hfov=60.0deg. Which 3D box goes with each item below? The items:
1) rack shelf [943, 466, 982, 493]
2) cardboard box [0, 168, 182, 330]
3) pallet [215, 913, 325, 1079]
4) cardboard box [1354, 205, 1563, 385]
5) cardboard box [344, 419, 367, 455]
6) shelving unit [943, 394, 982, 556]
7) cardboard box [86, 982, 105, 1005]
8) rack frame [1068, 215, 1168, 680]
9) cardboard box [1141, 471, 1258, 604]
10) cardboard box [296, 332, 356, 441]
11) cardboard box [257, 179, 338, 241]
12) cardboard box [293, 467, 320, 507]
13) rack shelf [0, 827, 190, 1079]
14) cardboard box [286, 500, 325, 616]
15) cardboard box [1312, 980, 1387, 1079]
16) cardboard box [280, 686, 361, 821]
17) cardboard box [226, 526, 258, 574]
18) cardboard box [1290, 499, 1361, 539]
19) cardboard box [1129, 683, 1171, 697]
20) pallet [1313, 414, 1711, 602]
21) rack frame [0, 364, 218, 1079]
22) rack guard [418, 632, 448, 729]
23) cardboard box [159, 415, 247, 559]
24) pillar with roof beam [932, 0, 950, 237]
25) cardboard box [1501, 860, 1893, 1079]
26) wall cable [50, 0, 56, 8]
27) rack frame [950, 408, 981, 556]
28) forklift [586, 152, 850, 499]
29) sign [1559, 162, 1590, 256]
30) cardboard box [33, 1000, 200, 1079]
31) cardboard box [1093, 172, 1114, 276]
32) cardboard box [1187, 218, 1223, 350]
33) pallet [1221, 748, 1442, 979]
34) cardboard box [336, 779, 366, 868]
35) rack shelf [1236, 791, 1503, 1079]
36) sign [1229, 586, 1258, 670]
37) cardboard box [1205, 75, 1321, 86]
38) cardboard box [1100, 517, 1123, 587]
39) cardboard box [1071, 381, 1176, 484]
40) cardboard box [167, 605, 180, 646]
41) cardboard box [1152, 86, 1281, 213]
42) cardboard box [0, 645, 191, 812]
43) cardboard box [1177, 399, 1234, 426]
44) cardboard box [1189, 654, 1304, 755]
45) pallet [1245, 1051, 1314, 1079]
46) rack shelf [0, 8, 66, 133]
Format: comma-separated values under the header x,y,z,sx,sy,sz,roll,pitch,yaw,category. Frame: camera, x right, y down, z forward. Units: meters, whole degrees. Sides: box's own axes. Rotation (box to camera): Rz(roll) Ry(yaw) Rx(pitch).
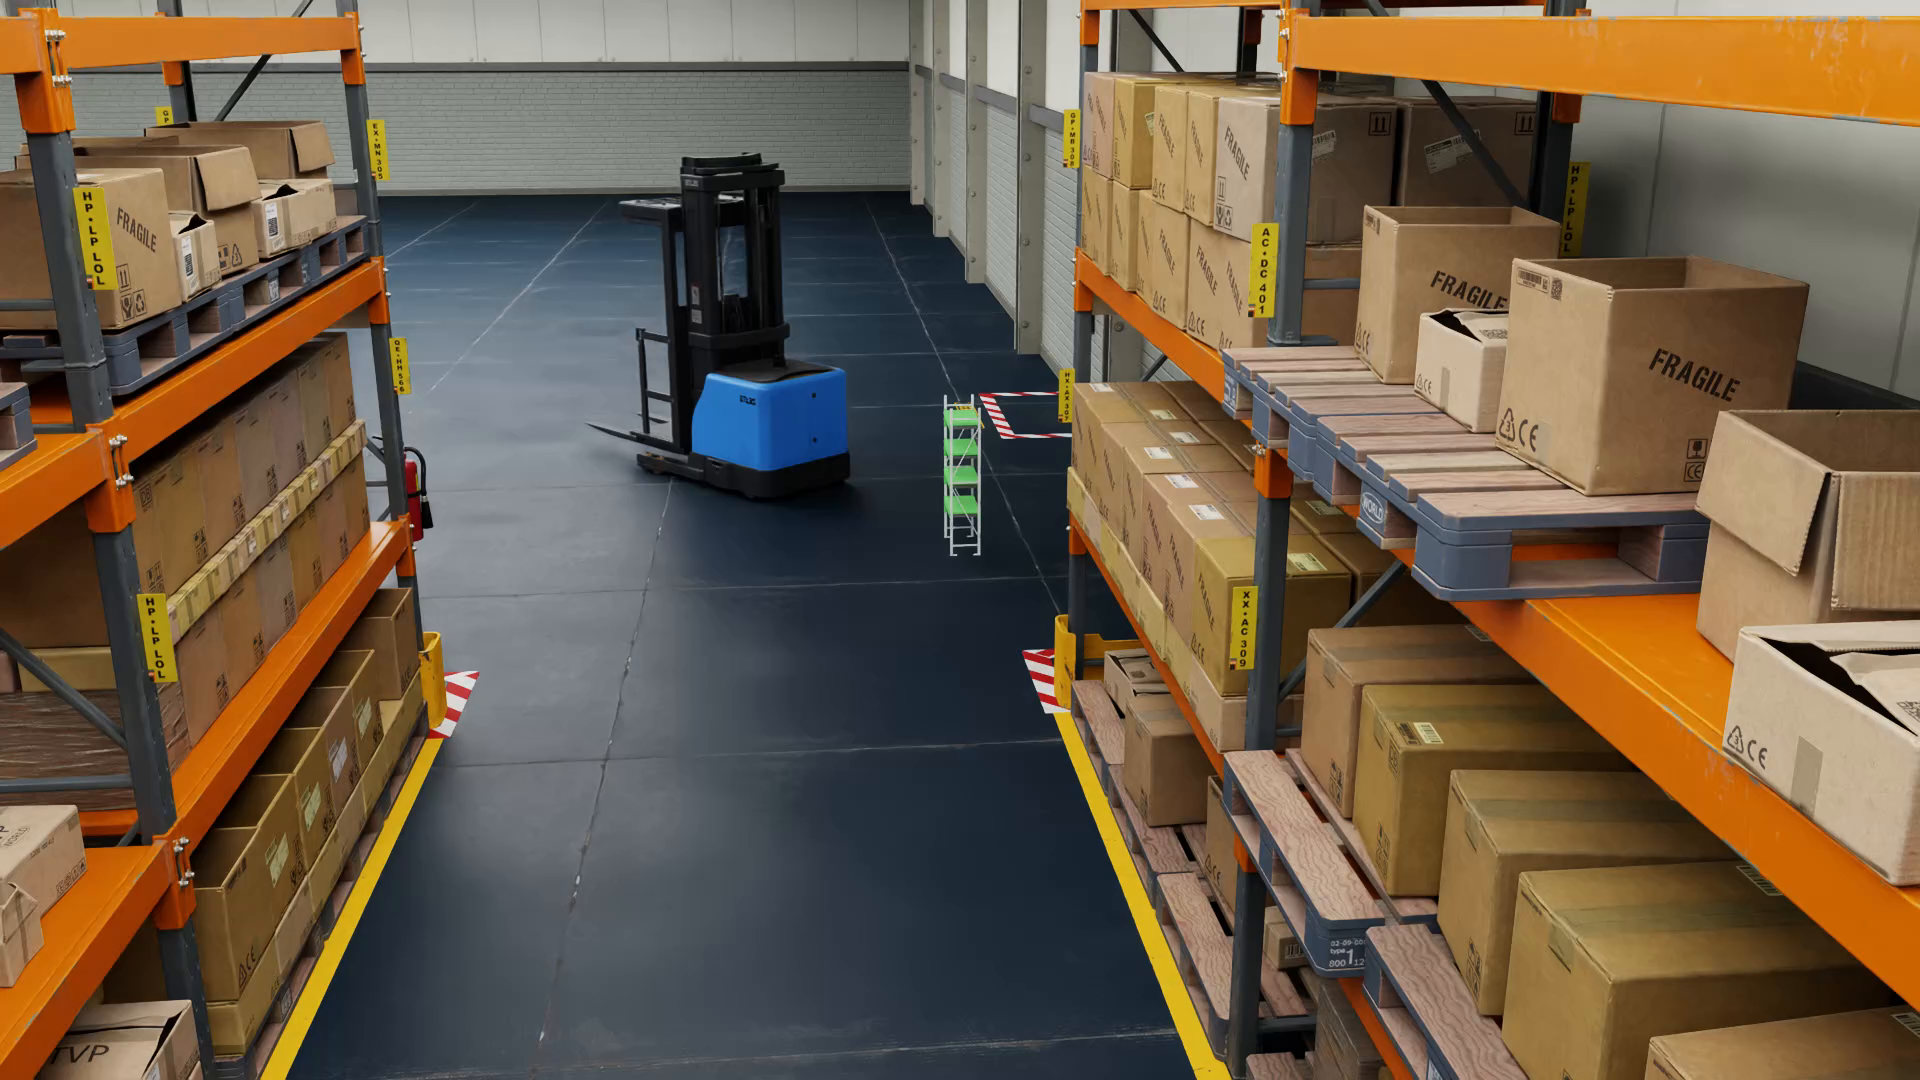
x,y,z,sx,sy,sz,roll,pitch,yaw,category
0.017,-0.462,13.359,0.258,0.148,0.480,-2,18,-6,rack shelf
-3.121,-1.028,5.833,0.500,0.500,0.500,0,17,-1,cardboard box
-3.371,1.969,7.054,1.003,0.211,1.213,-2,18,-6,pallet
1.573,-0.791,5.314,0.500,0.500,0.500,1,17,2,cardboard box
-3.514,-0.564,9.217,0.380,0.149,0.250,-2,18,-7,cardboard box
0.017,-0.523,13.340,0.258,1.200,0.503,-2,18,-6,shelving unit
-3.596,1.857,6.645,0.500,0.250,0.500,-2,18,-6,cardboard box
1.183,-0.469,10.164,1.000,3.000,0.127,-2,18,-6,rack frame
1.141,-0.004,7.646,0.500,0.500,0.500,-2,18,-7,cardboard box
-3.703,-0.827,8.969,0.700,0.500,0.500,-2,18,-5,cardboard box
-3.362,-1.607,8.096,0.500,0.250,0.500,-2,18,-6,cardboard box
-3.408,-0.257,8.238,0.380,0.149,0.250,-1,17,-4,cardboard box
-3.125,1.816,4.087,1.077,0.370,4.000,-2,18,-6,rack shelf
-3.604,0.081,8.244,0.700,0.500,0.500,-2,18,-5,cardboard box
1.688,1.924,5.980,0.700,0.500,0.500,-1,17,-4,cardboard box
-3.224,1.036,8.008,0.500,0.500,0.500,-2,18,-6,cardboard box
-3.303,0.049,7.262,0.380,0.149,0.250,-2,18,-7,cardboard box
1.706,0.126,7.233,0.500,0.500,0.500,-2,18,-6,cardboard box
1.224,0.982,9.295,0.500,0.311,0.500,0,17,-1,cardboard box
1.664,-0.123,4.367,1.213,0.211,1.003,-2,18,-6,pallet
-3.331,0.877,5.877,1.000,3.000,0.127,-2,18,-6,rack frame
-3.746,0.870,10.070,1.175,0.500,0.348,-2,18,-6,rack guard
-3.487,-0.222,7.043,0.700,0.500,0.500,-2,18,-6,cardboard box
-4.641,-10.167,31.039,9.100,9.000,0.400,-2,18,-6,pillar with roof beam
1.800,1.146,4.117,0.700,0.500,0.500,-2,18,-6,cardboard box
-21.854,-13.944,37.392,2.305,6.003,0.169,-2,18,-6,wall cable
0.042,-0.450,13.109,0.240,1.200,0.015,-2,18,-6,rack frame
-2.423,-2.115,15.521,3.031,2.935,1.130,16,24,41,forklift
2.148,-1.162,5.841,0.100,0.325,0.005,-2,18,-6,sign
-3.004,1.832,5.786,0.500,0.311,0.500,-2,18,-6,cardboard box
0.989,-1.689,8.842,0.500,0.500,0.500,-1,17,-2,cardboard box
1.259,-1.060,6.837,0.500,0.500,0.500,-3,18,-10,cardboard box
1.530,1.046,5.657,1.003,0.211,1.213,-2,18,-6,pallet
-3.228,1.393,8.120,0.500,0.250,0.500,-2,18,-6,cardboard box
1.802,1.661,4.578,1.077,0.370,4.000,-2,18,-6,rack shelf
1.057,0.328,6.178,0.100,0.325,0.005,-2,18,-6,sign
1.555,-2.152,8.647,0.500,0.500,0.500,-1,17,-2,cardboard box
1.032,0.054,8.714,0.500,0.250,0.500,-2,18,-7,cardboard box
0.934,-0.614,9.589,0.500,0.500,0.500,-2,18,-6,cardboard box
-3.192,0.359,6.277,0.380,0.149,0.250,-2,17,-5,cardboard box
1.143,-1.702,7.214,0.500,0.500,0.500,-2,18,-8,cardboard box
-3.383,0.697,6.283,0.700,0.500,0.500,-2,18,-7,cardboard box
1.486,-0.481,9.166,0.500,0.500,0.500,-2,17,-5,cardboard box
1.246,0.653,6.807,0.500,0.250,0.500,-2,18,-6,cardboard box
1.678,2.285,6.047,1.003,0.211,1.213,-2,18,-6,pallet
-3.125,-0.856,3.248,1.077,0.370,4.000,-2,18,-6,rack shelf
